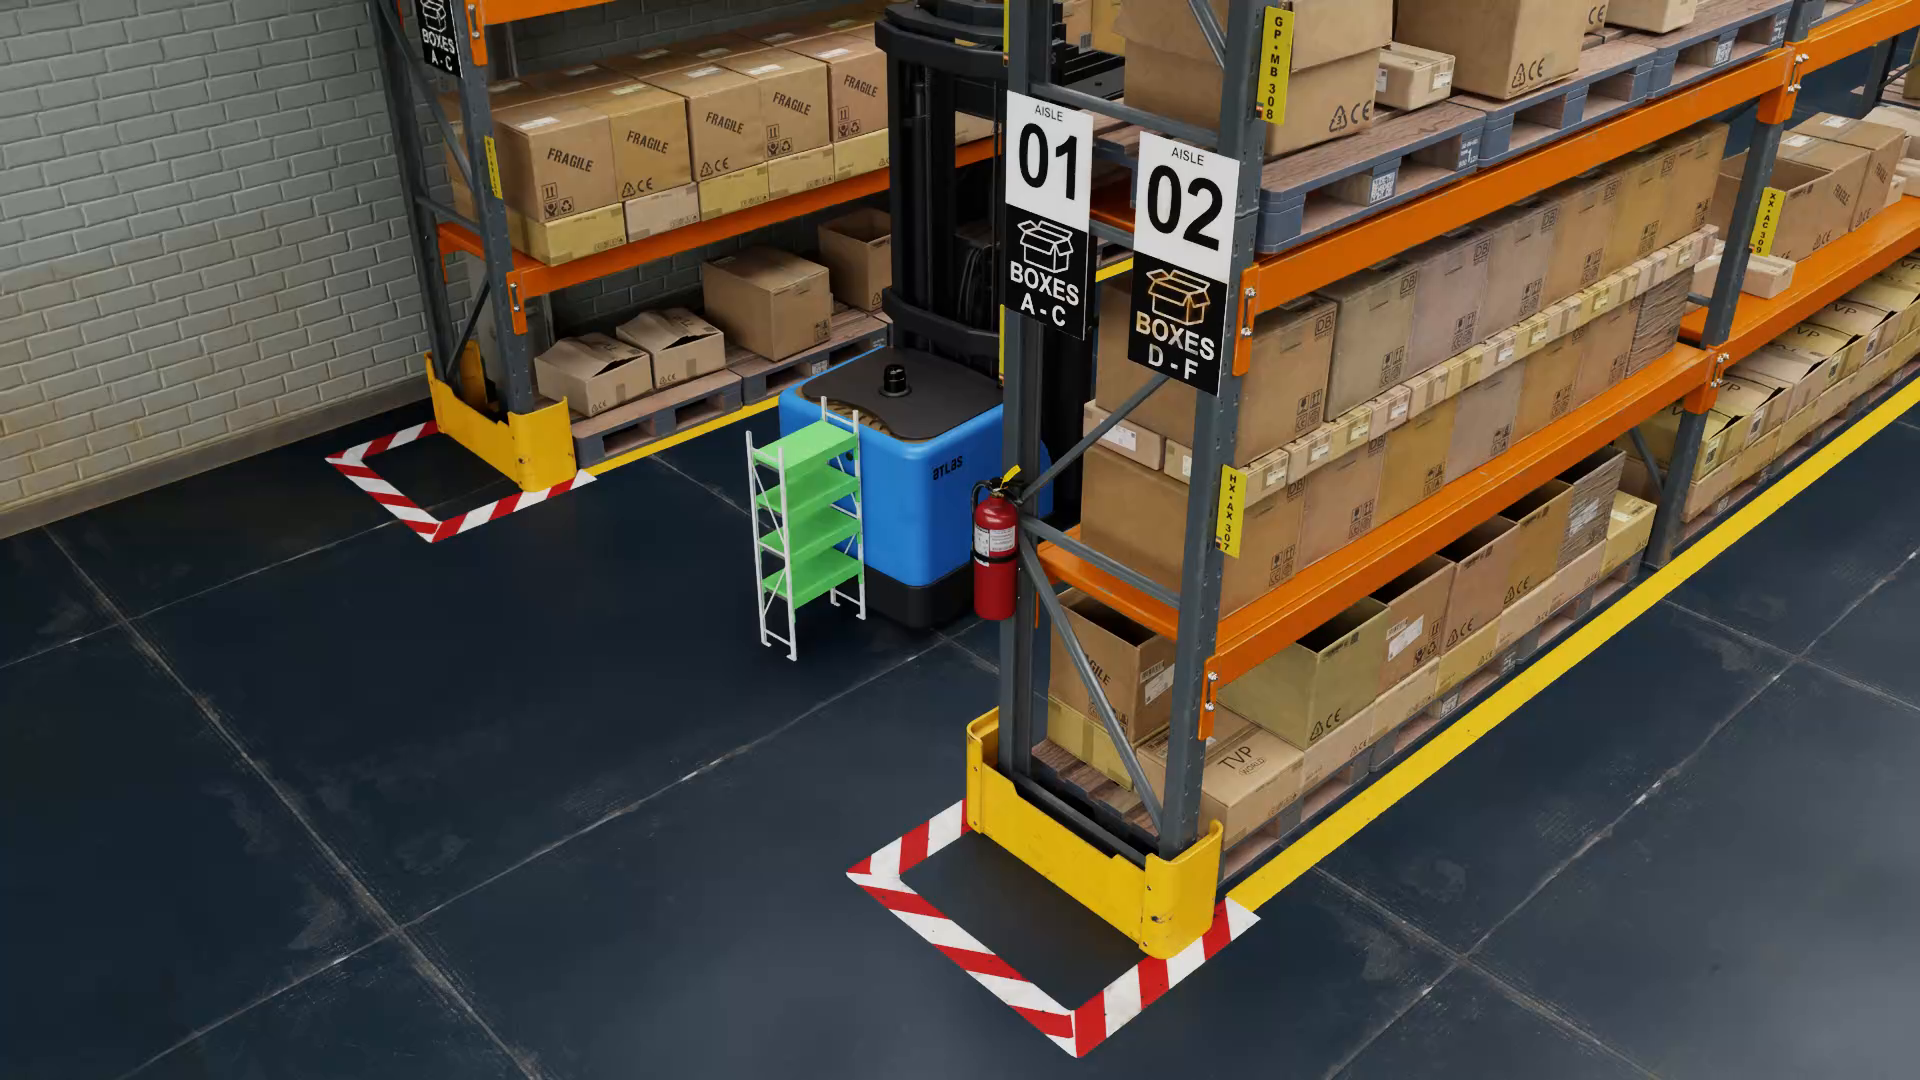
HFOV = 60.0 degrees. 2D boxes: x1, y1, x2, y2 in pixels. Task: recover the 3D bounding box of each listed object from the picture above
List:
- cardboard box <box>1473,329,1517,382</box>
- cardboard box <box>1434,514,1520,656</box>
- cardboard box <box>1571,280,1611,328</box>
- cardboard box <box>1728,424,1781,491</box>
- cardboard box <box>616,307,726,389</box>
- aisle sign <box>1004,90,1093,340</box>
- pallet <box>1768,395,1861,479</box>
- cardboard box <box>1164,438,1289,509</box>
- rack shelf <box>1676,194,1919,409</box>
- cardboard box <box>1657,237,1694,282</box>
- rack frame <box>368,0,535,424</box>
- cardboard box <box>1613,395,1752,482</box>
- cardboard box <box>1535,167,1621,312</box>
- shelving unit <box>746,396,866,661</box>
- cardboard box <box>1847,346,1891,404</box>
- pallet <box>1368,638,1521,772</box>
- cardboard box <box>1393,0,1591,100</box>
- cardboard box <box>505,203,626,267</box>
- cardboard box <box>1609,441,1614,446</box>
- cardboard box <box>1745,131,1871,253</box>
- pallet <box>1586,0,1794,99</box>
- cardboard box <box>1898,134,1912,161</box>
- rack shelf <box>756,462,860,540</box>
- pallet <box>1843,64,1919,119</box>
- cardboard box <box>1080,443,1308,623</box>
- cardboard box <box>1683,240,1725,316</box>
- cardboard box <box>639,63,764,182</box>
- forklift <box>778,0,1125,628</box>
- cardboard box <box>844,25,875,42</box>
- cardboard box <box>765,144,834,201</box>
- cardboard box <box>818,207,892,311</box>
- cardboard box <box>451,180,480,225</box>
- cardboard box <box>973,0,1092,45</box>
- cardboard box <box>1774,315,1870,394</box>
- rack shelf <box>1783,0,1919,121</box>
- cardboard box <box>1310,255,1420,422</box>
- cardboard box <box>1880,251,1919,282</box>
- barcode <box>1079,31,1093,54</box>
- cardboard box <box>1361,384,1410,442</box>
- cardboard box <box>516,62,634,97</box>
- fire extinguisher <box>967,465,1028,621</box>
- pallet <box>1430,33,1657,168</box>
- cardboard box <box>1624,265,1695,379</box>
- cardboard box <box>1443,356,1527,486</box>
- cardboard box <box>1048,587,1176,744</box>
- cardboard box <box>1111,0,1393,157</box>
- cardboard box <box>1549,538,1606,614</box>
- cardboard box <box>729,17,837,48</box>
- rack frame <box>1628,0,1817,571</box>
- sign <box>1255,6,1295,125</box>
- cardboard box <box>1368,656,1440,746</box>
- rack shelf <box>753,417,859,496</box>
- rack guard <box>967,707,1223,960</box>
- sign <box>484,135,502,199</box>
[{"bbox_3d":[2.105,-0.828,7.010,0.250,0.149,0.380,-25,40,-35],"label":"cardboard box"},{"bbox_3d":[2.189,0.131,7.674,0.500,0.500,0.500,-26,40,-35],"label":"cardboard box"},{"bbox_3d":[2.675,-1.106,7.466,0.250,0.149,0.380,-26,40,-36],"label":"cardboard box"},{"bbox_3d":[4.316,-0.560,9.524,0.500,0.250,0.500,-25,39,-34],"label":"cardboard box"},{"bbox_3d":[-1.841,-1.254,10.581,0.500,0.311,0.500,-22,38,-32],"label":"cardboard box"},{"bbox_3d":[0.295,-1.105,5.689,0.004,0.787,0.394,-26,40,-35],"label":"aisle sign"},{"bbox_3d":[4.885,-0.847,10.432,1.213,0.211,1.003,-26,40,-35],"label":"pallet"},{"bbox_3d":[0.977,-0.283,6.119,0.250,0.149,0.380,-26,40,-36],"label":"cardboard box"},{"bbox_3d":[4.943,-1.728,9.890,4.000,0.370,1.077,-26,40,-35],"label":"rack shelf"},{"bbox_3d":[3.240,-1.379,7.913,0.250,0.149,0.380,-27,40,-36],"label":"cardboard box"},{"bbox_3d":[-2.828,-1.800,9.319,0.127,3.000,1.000,-26,40,-35],"label":"rack frame"},{"bbox_3d":[3.948,-0.622,9.087,0.500,0.311,0.500,-26,40,-35],"label":"cardboard box"},{"bbox_3d":[2.418,-1.405,7.332,0.500,0.500,0.700,-26,40,-35],"label":"cardboard box"},{"bbox_3d":[-0.744,-0.049,8.181,0.258,1.200,0.503,25,39,35],"label":"shelving unit"},{"bbox_3d":[5.443,-1.109,10.421,0.500,0.250,0.500,-25,39,-34],"label":"cardboard box"},{"bbox_3d":[1.969,0.565,8.123,1.213,0.211,1.003,-26,40,-35],"label":"pallet"},{"bbox_3d":[1.946,-1.952,6.059,0.500,0.500,0.500,-26,40,-35],"label":"cardboard box"},{"bbox_3d":[-2.254,-1.796,9.437,0.500,0.250,0.500,-27,41,-37],"label":"cardboard box"},{"bbox_3d":[3.583,-0.589,9.572,0.500,0.250,0.500,-26,40,-36],"label":"cardboard box"},{"bbox_3d":[4.804,-1.999,9.547,0.500,0.500,0.500,-26,40,-35],"label":"cardboard box"},{"bbox_3d":[2.868,-2.255,7.272,1.213,0.211,1.003,-26,40,-35],"label":"pallet"},{"bbox_3d":[5.622,-2.463,10.488,0.500,0.311,0.500,-26,40,-36],"label":"cardboard box"},{"bbox_3d":[-0.744,-0.200,8.089,0.258,0.148,0.480,25,39,35],"label":"rack shelf"},{"bbox_3d":[6.858,-2.930,11.349,1.003,0.211,1.213,-26,40,-35],"label":"pallet"},{"bbox_3d":[0.894,-0.110,6.458,0.500,0.500,0.700,-26,40,-35],"label":"cardboard box"},{"bbox_3d":[3.807,-1.453,8.894,0.500,0.250,0.500,-23,38,-33],"label":"cardboard box"},{"bbox_3d":[-1.521,-2.471,9.822,0.500,0.500,0.500,-27,41,-37],"label":"cardboard box"},{"bbox_3d":[0.418,-1.494,8.883,1.130,2.935,3.031,25,39,35],"label":"forklift"},{"bbox_3d":[-0.393,-3.018,10.716,0.500,0.500,0.500,-26,40,-36],"label":"cardboard box"},{"bbox_3d":[-1.133,-2.343,10.331,0.500,0.250,0.500,-25,40,-35],"label":"cardboard box"},{"bbox_3d":[-0.629,-1.957,11.549,0.500,0.500,0.500,26,40,35],"label":"cardboard box"},{"bbox_3d":[-2.617,-1.985,9.745,0.500,0.250,0.500,-25,39,-35],"label":"cardboard box"},{"bbox_3d":[0.501,-3.617,11.772,0.500,0.500,0.700,-26,40,-35],"label":"cardboard box"},{"bbox_3d":[5.075,-1.168,9.980,0.500,0.311,0.500,-25,39,-34],"label":"cardboard box"},{"bbox_3d":[4.943,-3.007,9.107,4.000,0.370,1.077,-26,40,-35],"label":"rack shelf"},{"bbox_3d":[1.315,-0.871,6.459,0.500,0.500,0.700,-27,41,-37],"label":"cardboard box"},{"bbox_3d":[6.192,-1.709,10.866,0.500,0.311,0.500,-25,39,-34],"label":"cardboard box"},{"bbox_3d":[0.436,-1.725,5.765,0.075,0.075,0.001,-26,40,-35],"label":"barcode"},{"bbox_3d":[1.539,-0.554,6.563,0.250,0.149,0.380,-27,40,-36],"label":"cardboard box"},{"bbox_3d":[-2.251,-2.488,9.849,0.500,0.500,0.500,-25,39,-35],"label":"cardboard box"},{"bbox_3d":[0.140,-0.009,6.464,0.183,0.674,0.296,-26,40,-35],"label":"fire extinguisher"},{"bbox_3d":[1.974,-1.824,6.567,1.213,0.211,1.003,-26,40,-35],"label":"pallet"},{"bbox_3d":[3.155,-1.208,8.255,0.500,0.500,0.700,-27,41,-37],"label":"cardboard box"},{"bbox_3d":[2.027,-0.660,7.358,0.500,0.500,0.700,-24,39,-34],"label":"cardboard box"},{"bbox_3d":[0.734,0.463,7.131,0.500,0.500,0.500,-26,40,-35],"label":"cardboard box"},{"bbox_3d":[0.967,-1.671,5.597,0.637,0.503,0.797,-23,38,-32],"label":"cardboard box"},{"bbox_3d":[2.911,0.090,8.460,0.500,0.250,0.500,-26,40,-35],"label":"cardboard box"},{"bbox_3d":[-1.133,-3.040,10.752,0.500,0.500,0.500,-25,39,-34],"label":"cardboard box"},{"bbox_3d":[3.476,-1.325,8.542,0.127,3.000,1.000,-26,40,-35],"label":"rack frame"},{"bbox_3d":[0.916,-1.378,4.840,0.005,0.325,0.100,-26,40,-35],"label":"sign"},{"bbox_3d":[1.818,0.626,7.583,0.500,0.250,0.500,-26,40,-35],"label":"cardboard box"},{"bbox_3d":[-0.744,-0.404,7.963,0.258,0.148,0.480,25,39,35],"label":"rack shelf"},{"bbox_3d":[0.525,1.168,6.860,0.348,0.500,1.175,-26,40,-35],"label":"rack guard"},{"bbox_3d":[-2.459,-1.962,8.753,0.005,0.325,0.100,-26,40,-35],"label":"sign"}]
